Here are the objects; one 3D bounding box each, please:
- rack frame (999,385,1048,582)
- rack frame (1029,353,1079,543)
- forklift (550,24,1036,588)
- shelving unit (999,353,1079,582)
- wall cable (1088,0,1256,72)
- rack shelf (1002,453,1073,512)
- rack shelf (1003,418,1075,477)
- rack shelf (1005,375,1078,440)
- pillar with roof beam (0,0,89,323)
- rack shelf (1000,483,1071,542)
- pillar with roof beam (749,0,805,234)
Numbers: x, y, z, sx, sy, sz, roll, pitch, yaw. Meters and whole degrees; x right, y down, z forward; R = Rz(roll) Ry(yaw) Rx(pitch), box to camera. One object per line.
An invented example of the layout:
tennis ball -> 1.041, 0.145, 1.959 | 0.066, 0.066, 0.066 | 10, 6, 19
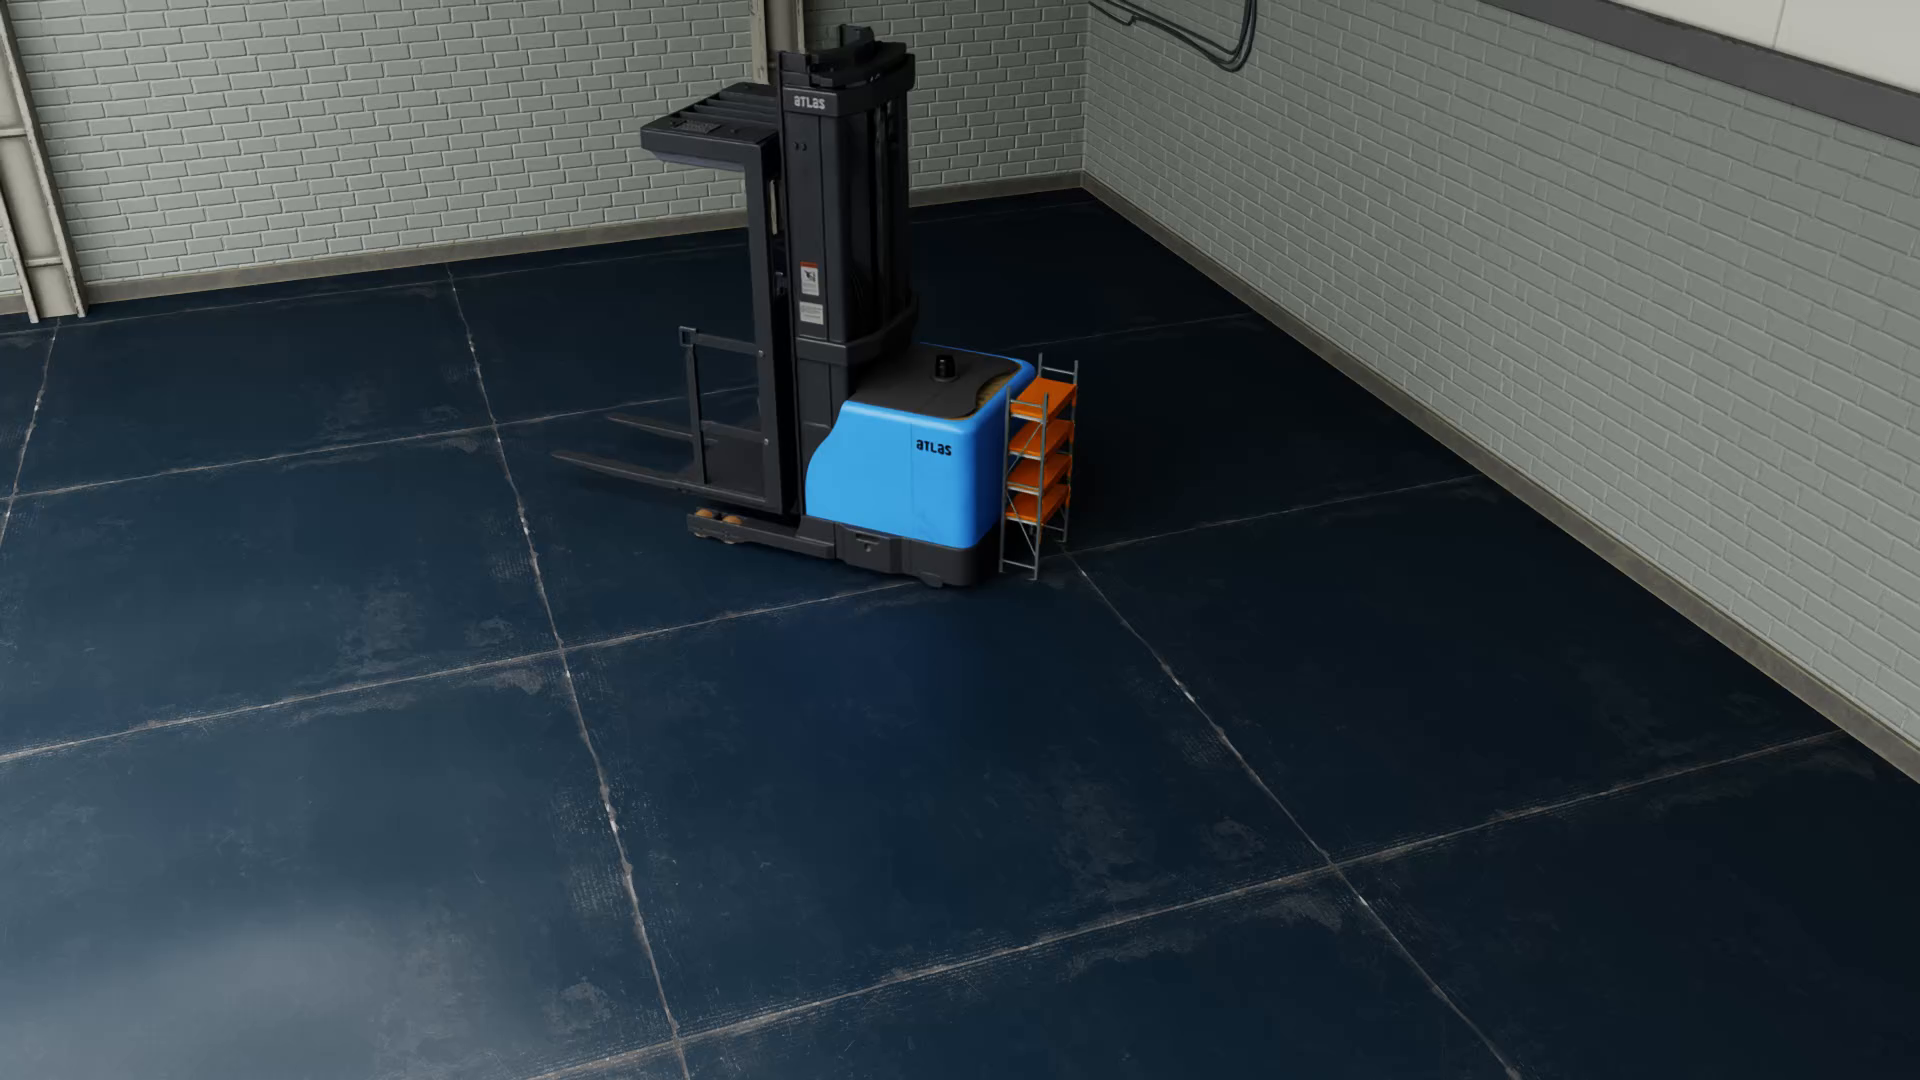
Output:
rack frame -> 0.355, -0.305, 9.417 | 0.240, 1.200, 0.015 | 14, 32, 19
rack frame -> 0.550, -0.527, 9.806 | 0.240, 1.200, 0.015 | 14, 32, 19
forklift -> -1.103, -1.473, 9.725 | 3.031, 2.935, 1.130 | 13, 32, 21
shelving unit -> 0.453, -0.416, 9.611 | 0.258, 1.200, 0.503 | 14, 32, 19
wall cable -> 1.659, -5.306, 13.459 | 0.112, 2.526, 3.097 | -10, 31, -18
rack shelf -> 0.451, -0.358, 9.645 | 0.258, 0.148, 0.480 | 14, 32, 19
rack shelf -> 0.457, -0.551, 9.532 | 0.258, 0.148, 0.480 | 14, 32, 19
rack shelf -> 0.463, -0.755, 9.413 | 0.258, 0.148, 0.480 | 14, 32, 19
pillar with roof beam -> -5.686, -3.727, 7.551 | 0.400, 9.000, 9.100 | -10, 31, -18
rack shelf -> 0.446, -0.187, 9.745 | 0.258, 0.148, 0.480 | 14, 32, 19
pillar with roof beam -> -0.062, -4.762, 9.369 | 0.400, 9.000, 9.100 | -10, 31, -18
